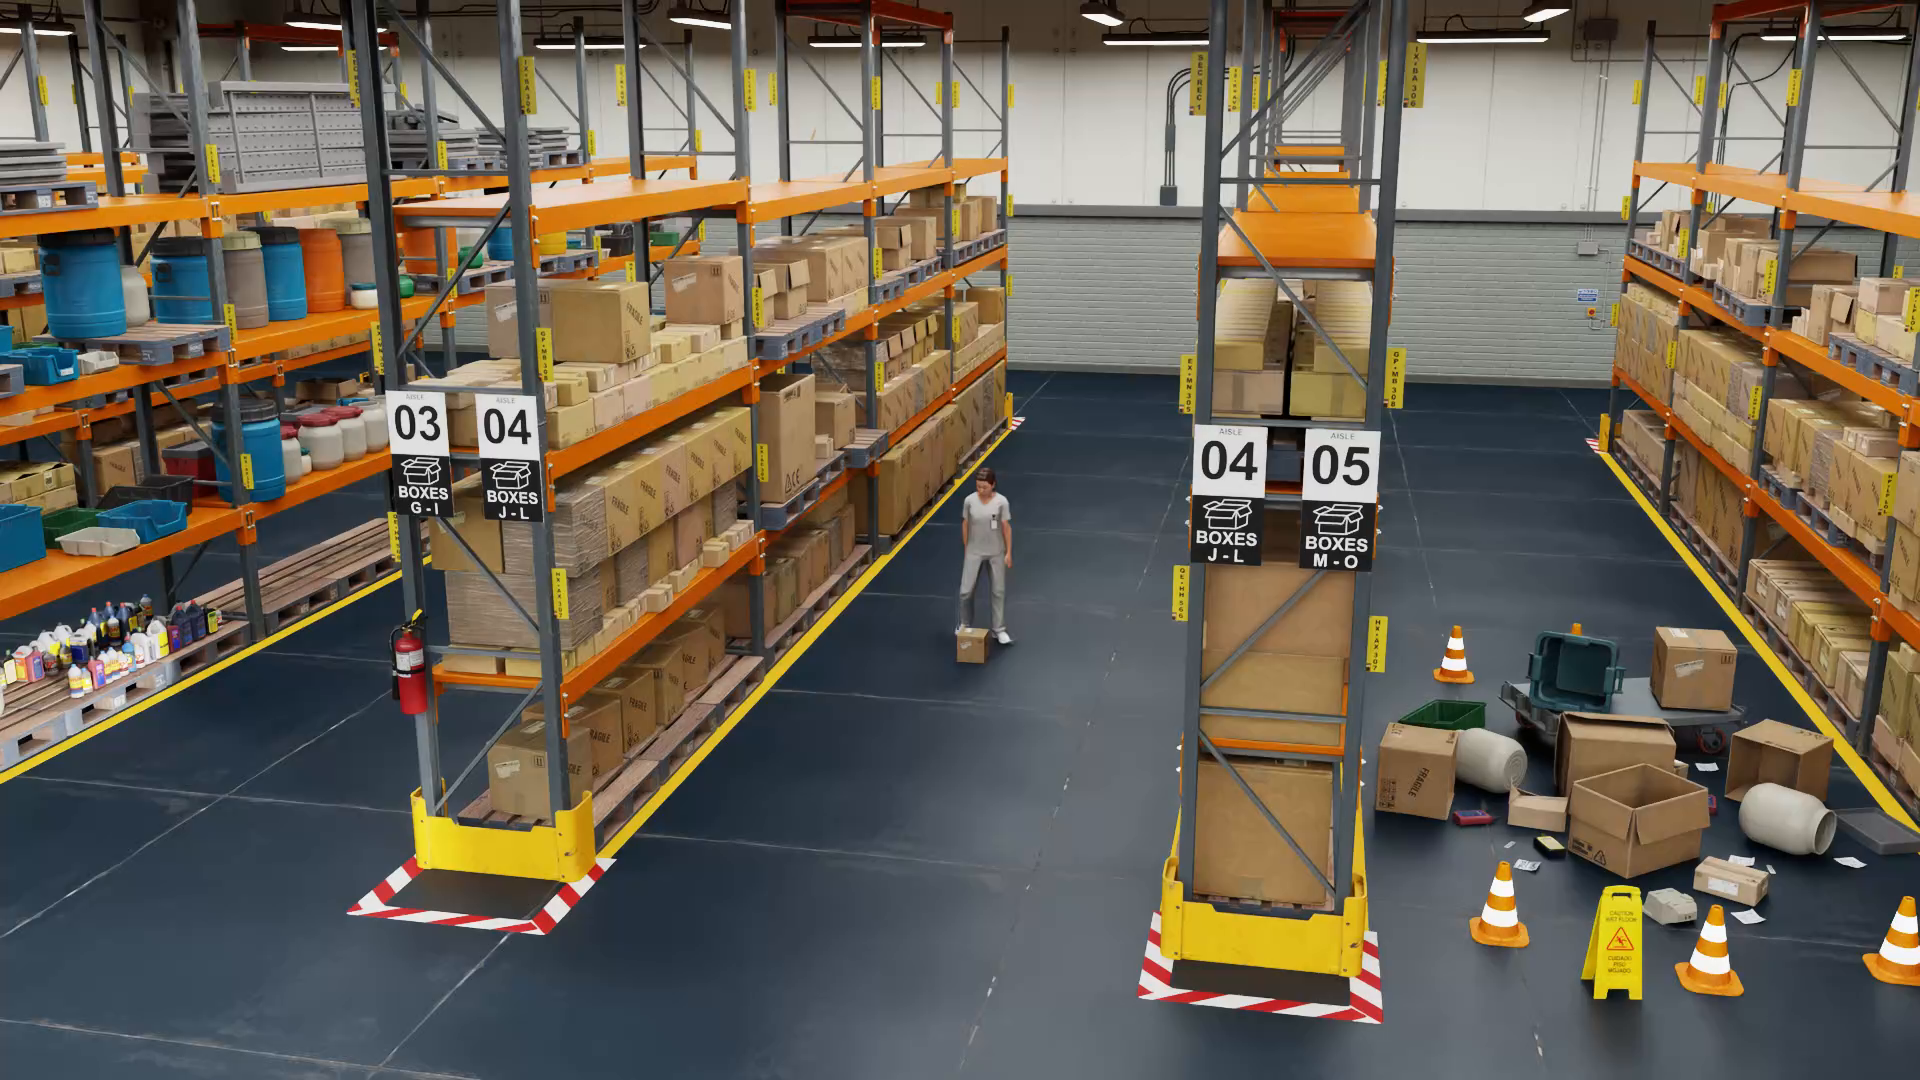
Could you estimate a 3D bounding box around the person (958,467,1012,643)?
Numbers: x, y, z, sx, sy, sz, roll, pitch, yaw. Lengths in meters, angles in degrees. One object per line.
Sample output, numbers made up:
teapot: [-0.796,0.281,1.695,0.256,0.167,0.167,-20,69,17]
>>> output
person: [0.231,0.128,15.443,0.495,1.668,0.428,-1,15,-2]
